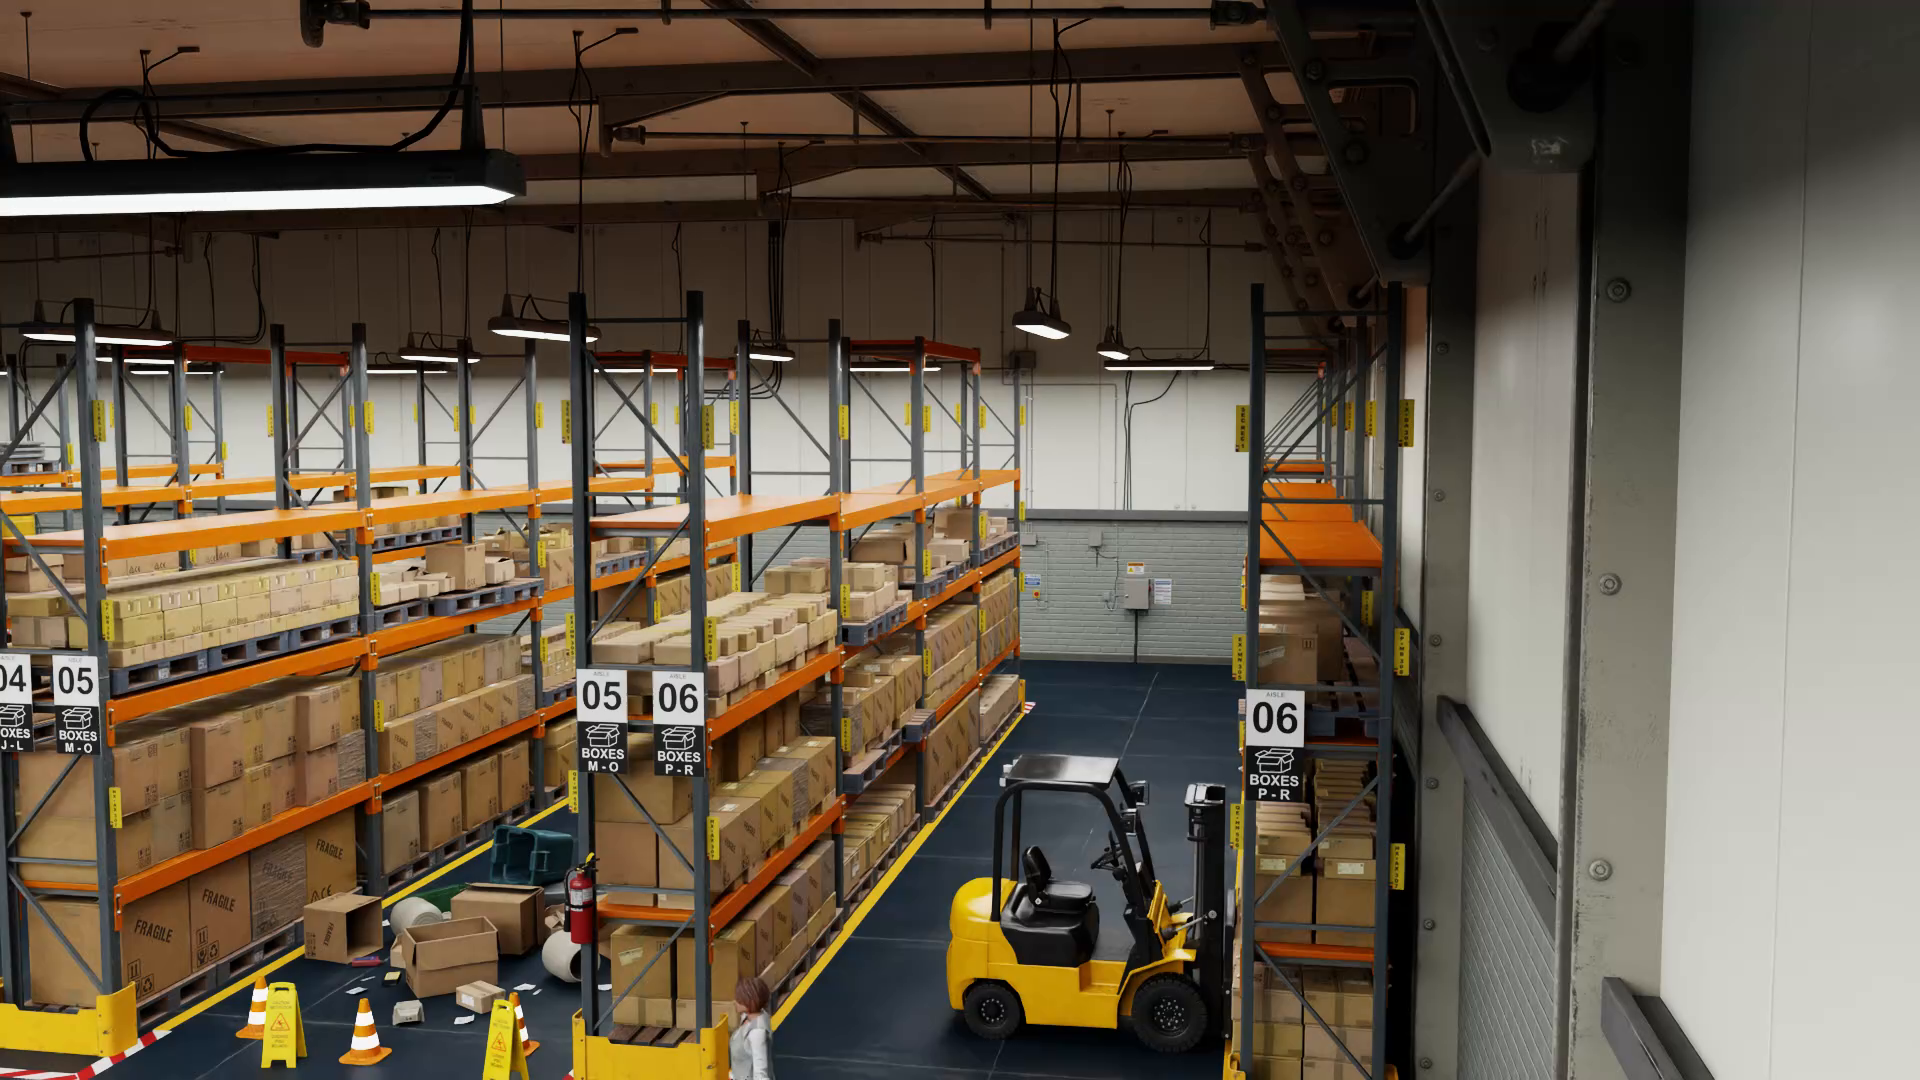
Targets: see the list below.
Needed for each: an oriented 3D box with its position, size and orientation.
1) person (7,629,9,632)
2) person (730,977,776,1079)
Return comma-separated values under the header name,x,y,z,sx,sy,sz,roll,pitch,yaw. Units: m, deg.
name,x,y,z,sx,sy,sz,roll,pitch,yaw
person,-16.791,1.979,29.598,0.571,1.647,0.592,0,5,6
person,-1.280,3.525,10.508,0.808,1.564,0.439,-1,5,-10
